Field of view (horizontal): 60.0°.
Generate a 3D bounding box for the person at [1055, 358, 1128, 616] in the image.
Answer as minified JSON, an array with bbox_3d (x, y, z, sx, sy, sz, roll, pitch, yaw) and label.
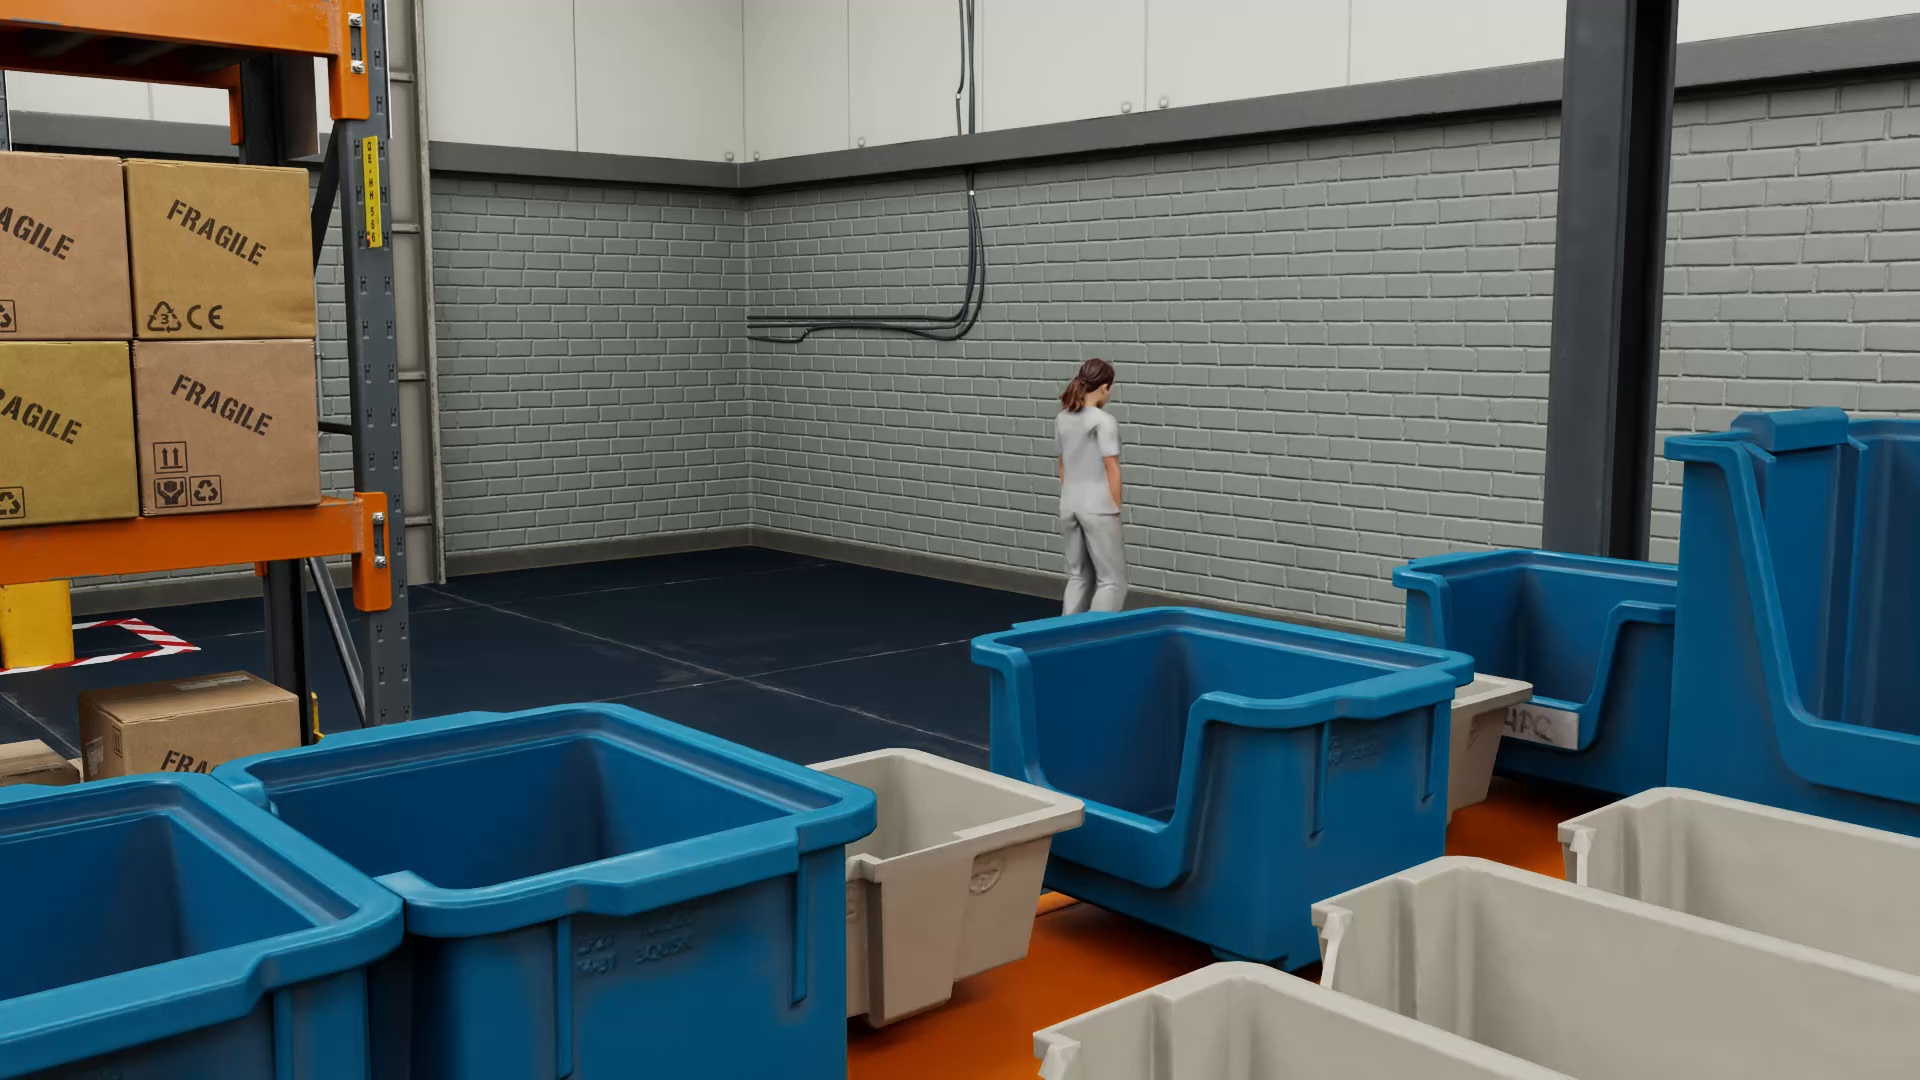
[{"bbox_3d":[0.679,-0.123,8.796,0.353,1.665,0.447,-6,10,-40],"label":"person"}]
